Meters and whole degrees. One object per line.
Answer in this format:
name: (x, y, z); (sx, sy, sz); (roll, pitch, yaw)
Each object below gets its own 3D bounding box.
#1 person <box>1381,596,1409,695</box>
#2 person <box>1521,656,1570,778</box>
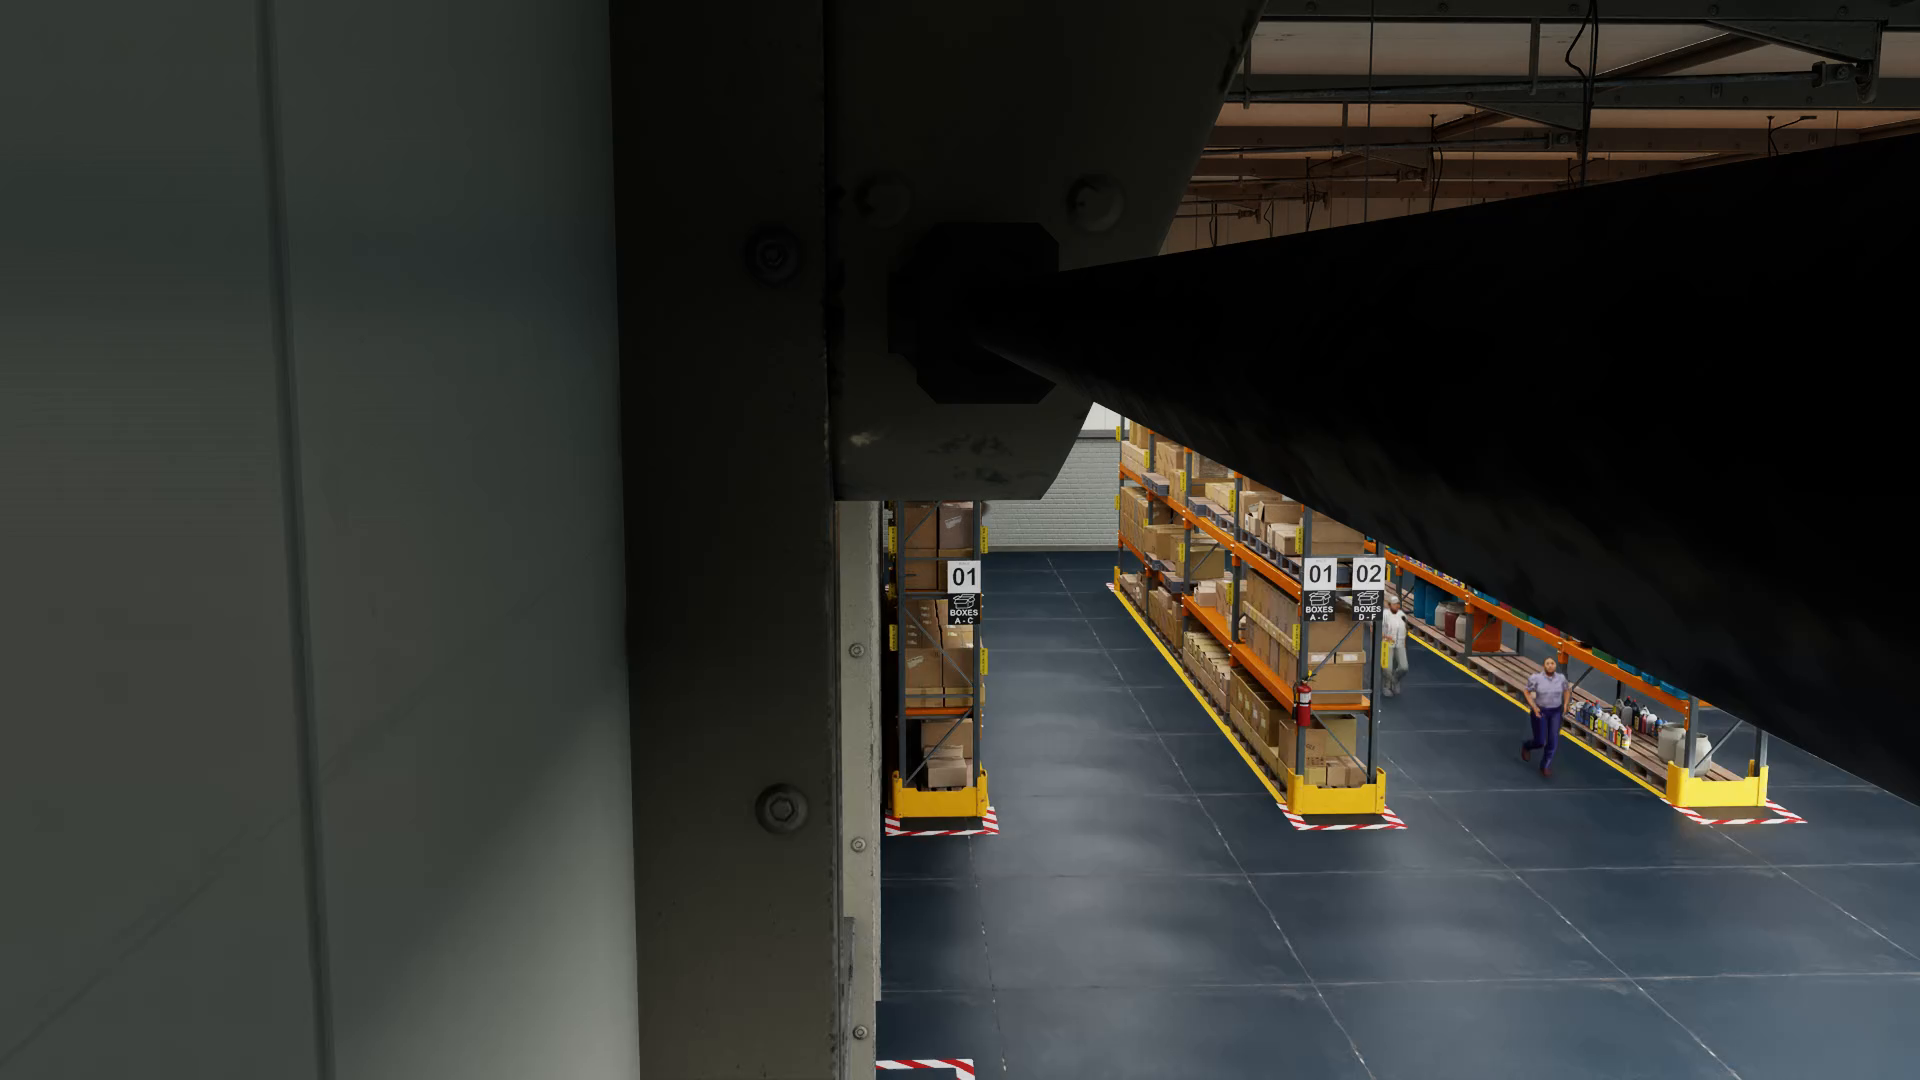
person: (6.925, 1.701, 26.600); (0.604, 1.629, 0.581); (-1, 8, -9)
person: (7.891, 2.346, 22.353); (0.605, 1.625, 0.555); (0, 8, 2)
